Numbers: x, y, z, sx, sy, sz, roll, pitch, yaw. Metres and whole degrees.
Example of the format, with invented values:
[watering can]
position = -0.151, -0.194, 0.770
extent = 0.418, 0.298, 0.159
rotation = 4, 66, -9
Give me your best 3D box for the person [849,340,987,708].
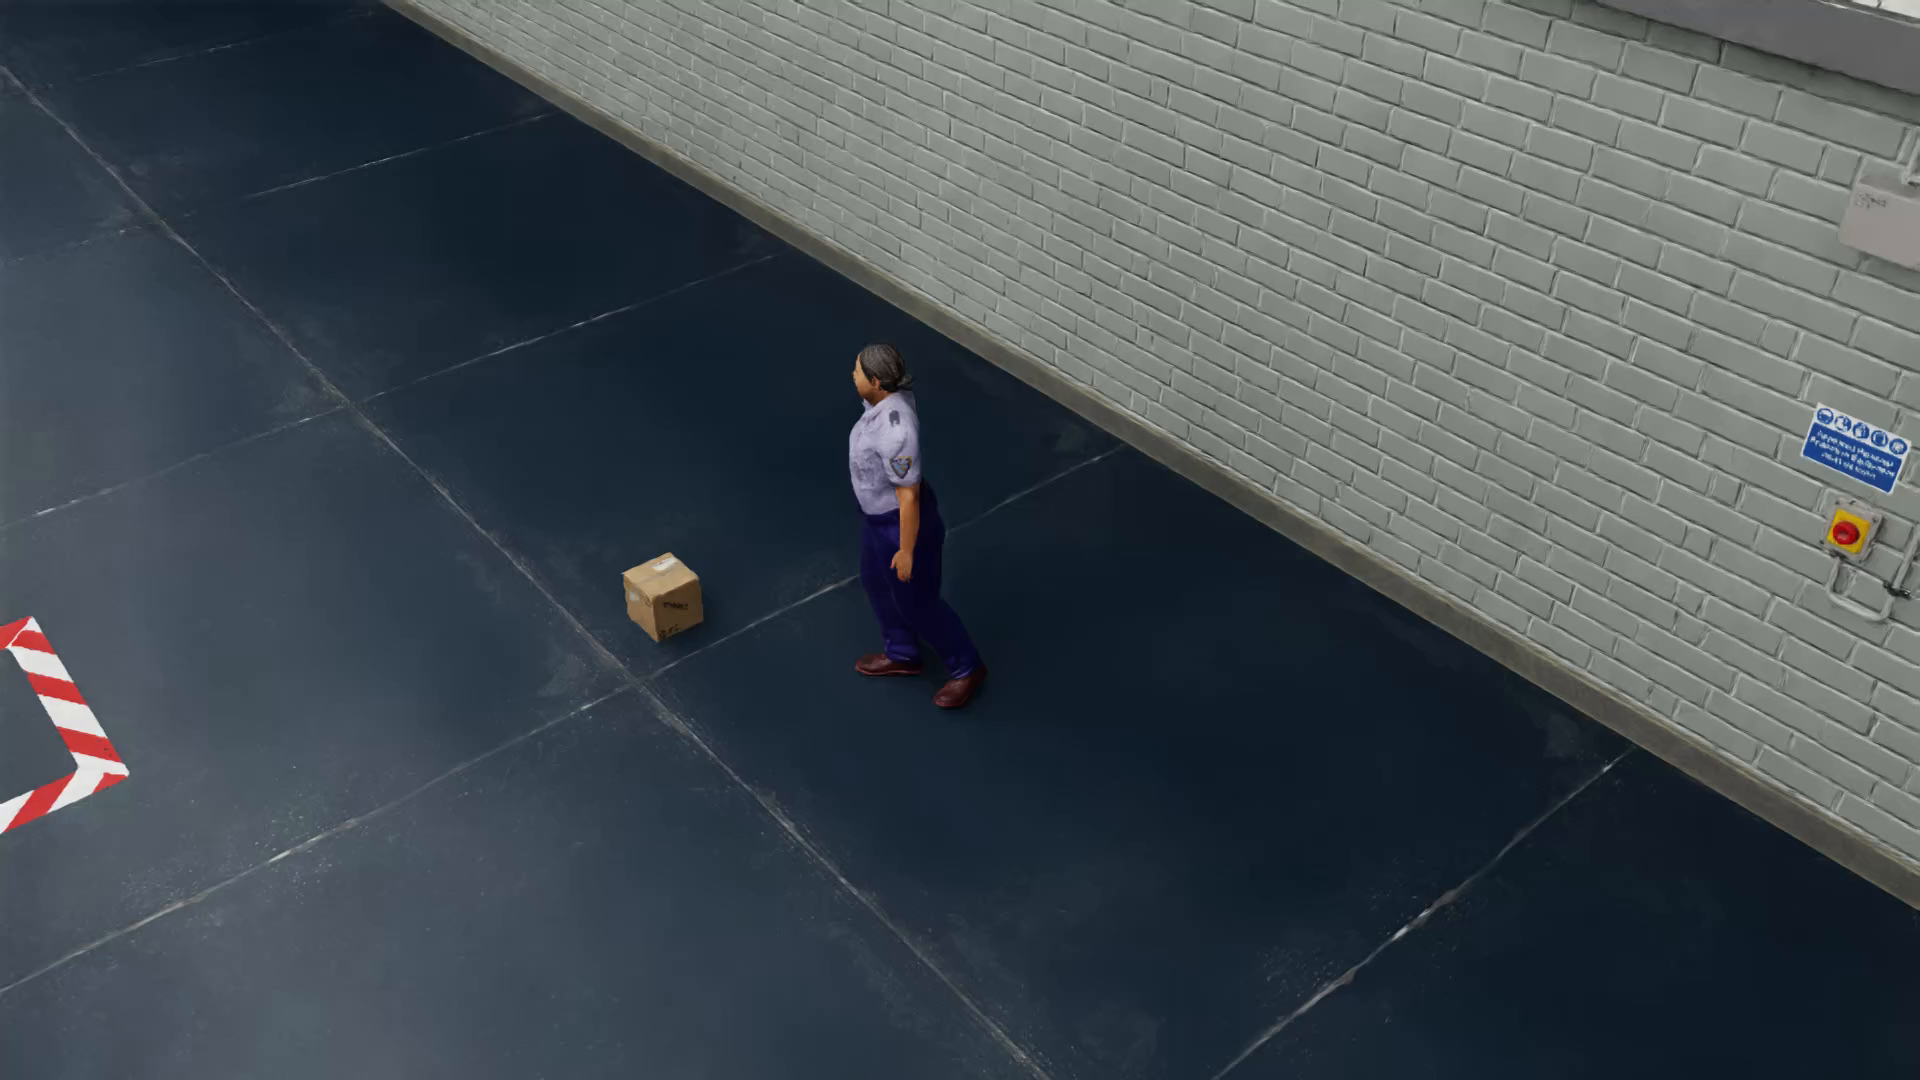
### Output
[person]
position = -0.173, -0.056, 6.763
extent = 0.552, 1.609, 0.529
rotation = -5, 36, -7
